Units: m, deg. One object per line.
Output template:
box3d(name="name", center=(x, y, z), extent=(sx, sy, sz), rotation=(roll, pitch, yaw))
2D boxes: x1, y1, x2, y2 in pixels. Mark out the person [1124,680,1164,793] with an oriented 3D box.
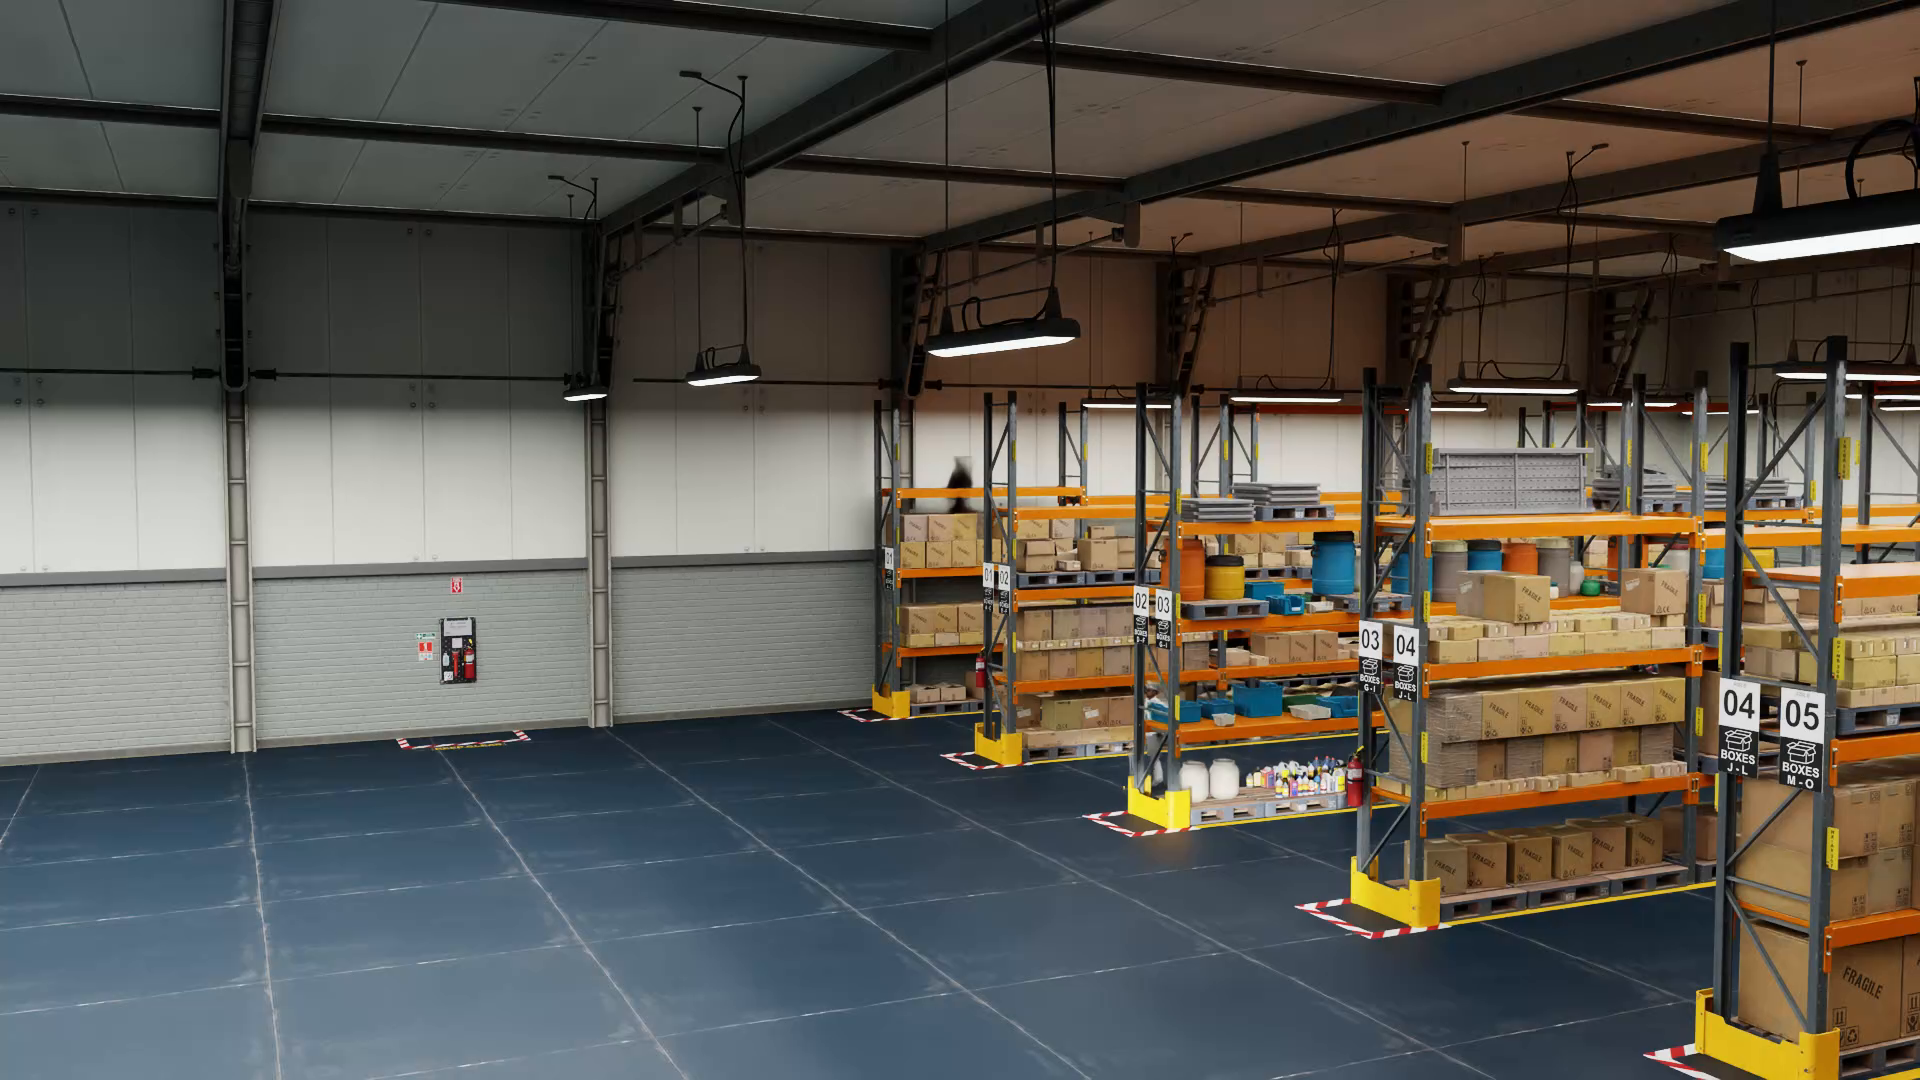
box3d(name="person", center=(2.862, 2.911, 24.625), extent=(0.688, 1.738, 0.594), rotation=(-3, 4, -42))
